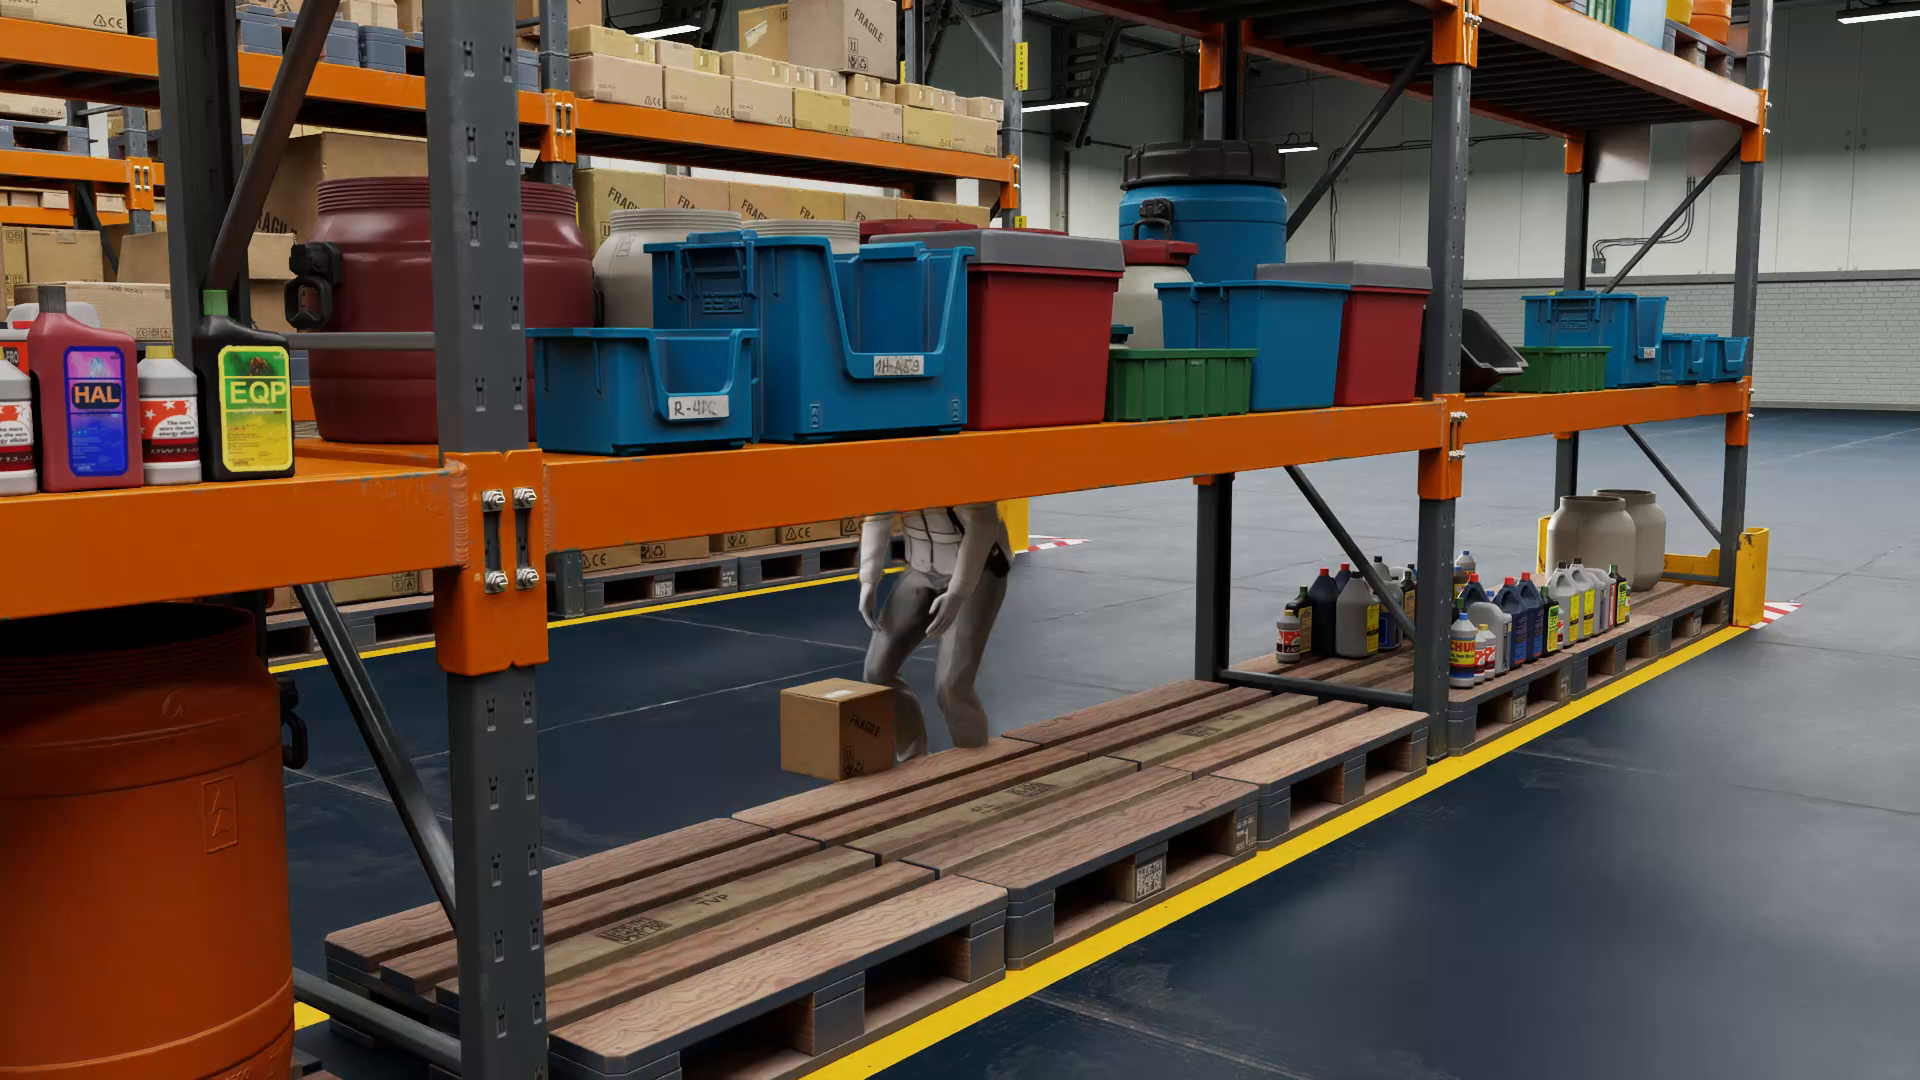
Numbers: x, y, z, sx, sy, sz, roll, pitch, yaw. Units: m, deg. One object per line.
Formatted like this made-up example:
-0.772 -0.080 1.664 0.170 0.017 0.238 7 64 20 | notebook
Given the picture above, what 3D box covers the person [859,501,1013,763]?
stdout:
-0.079 0.131 5.377 0.529 1.501 0.613 6 9 39 | person
